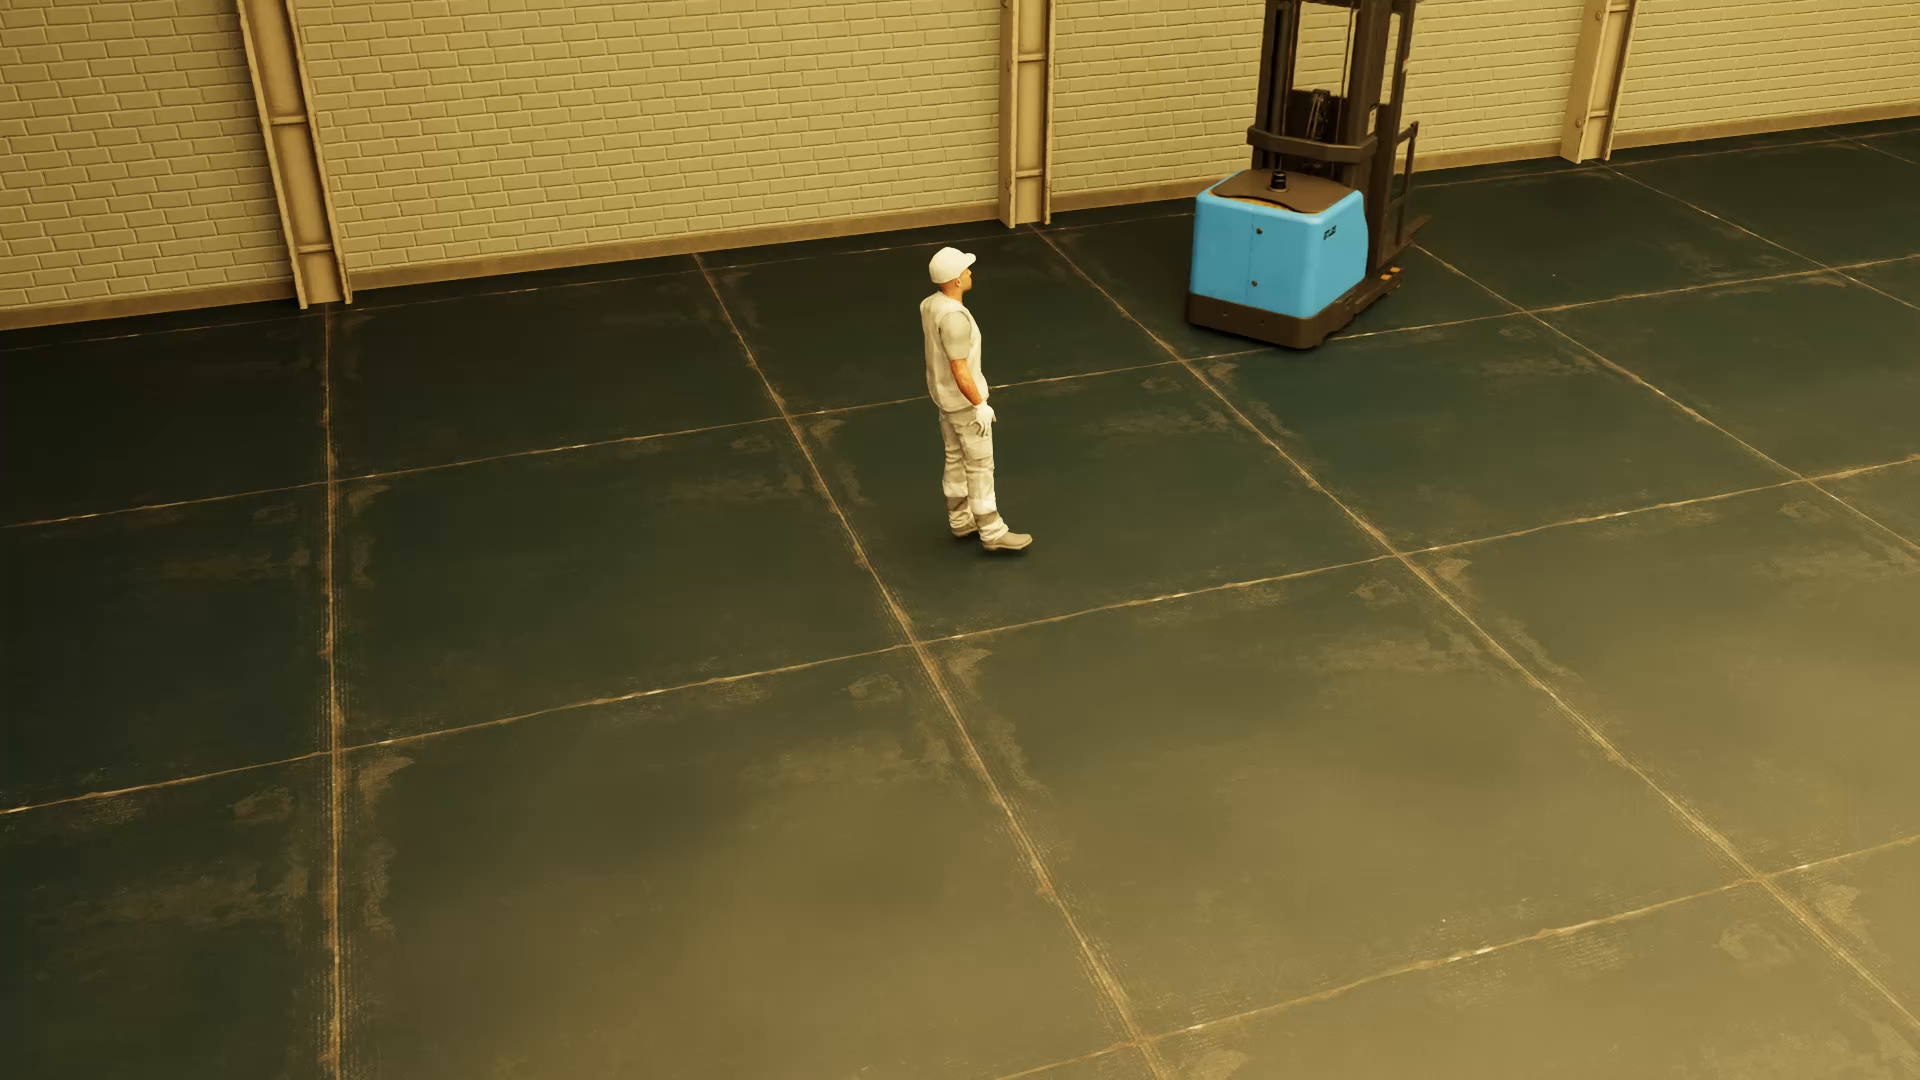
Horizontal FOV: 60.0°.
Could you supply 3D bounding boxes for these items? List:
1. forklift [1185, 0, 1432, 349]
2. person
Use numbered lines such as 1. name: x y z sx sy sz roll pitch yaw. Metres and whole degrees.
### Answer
1. forklift: 2.987 -3.377 12.956 1.130 2.935 3.031 19 35 29
2. person: 0.080 -0.824 9.568 0.561 1.789 0.637 -10 31 -16
